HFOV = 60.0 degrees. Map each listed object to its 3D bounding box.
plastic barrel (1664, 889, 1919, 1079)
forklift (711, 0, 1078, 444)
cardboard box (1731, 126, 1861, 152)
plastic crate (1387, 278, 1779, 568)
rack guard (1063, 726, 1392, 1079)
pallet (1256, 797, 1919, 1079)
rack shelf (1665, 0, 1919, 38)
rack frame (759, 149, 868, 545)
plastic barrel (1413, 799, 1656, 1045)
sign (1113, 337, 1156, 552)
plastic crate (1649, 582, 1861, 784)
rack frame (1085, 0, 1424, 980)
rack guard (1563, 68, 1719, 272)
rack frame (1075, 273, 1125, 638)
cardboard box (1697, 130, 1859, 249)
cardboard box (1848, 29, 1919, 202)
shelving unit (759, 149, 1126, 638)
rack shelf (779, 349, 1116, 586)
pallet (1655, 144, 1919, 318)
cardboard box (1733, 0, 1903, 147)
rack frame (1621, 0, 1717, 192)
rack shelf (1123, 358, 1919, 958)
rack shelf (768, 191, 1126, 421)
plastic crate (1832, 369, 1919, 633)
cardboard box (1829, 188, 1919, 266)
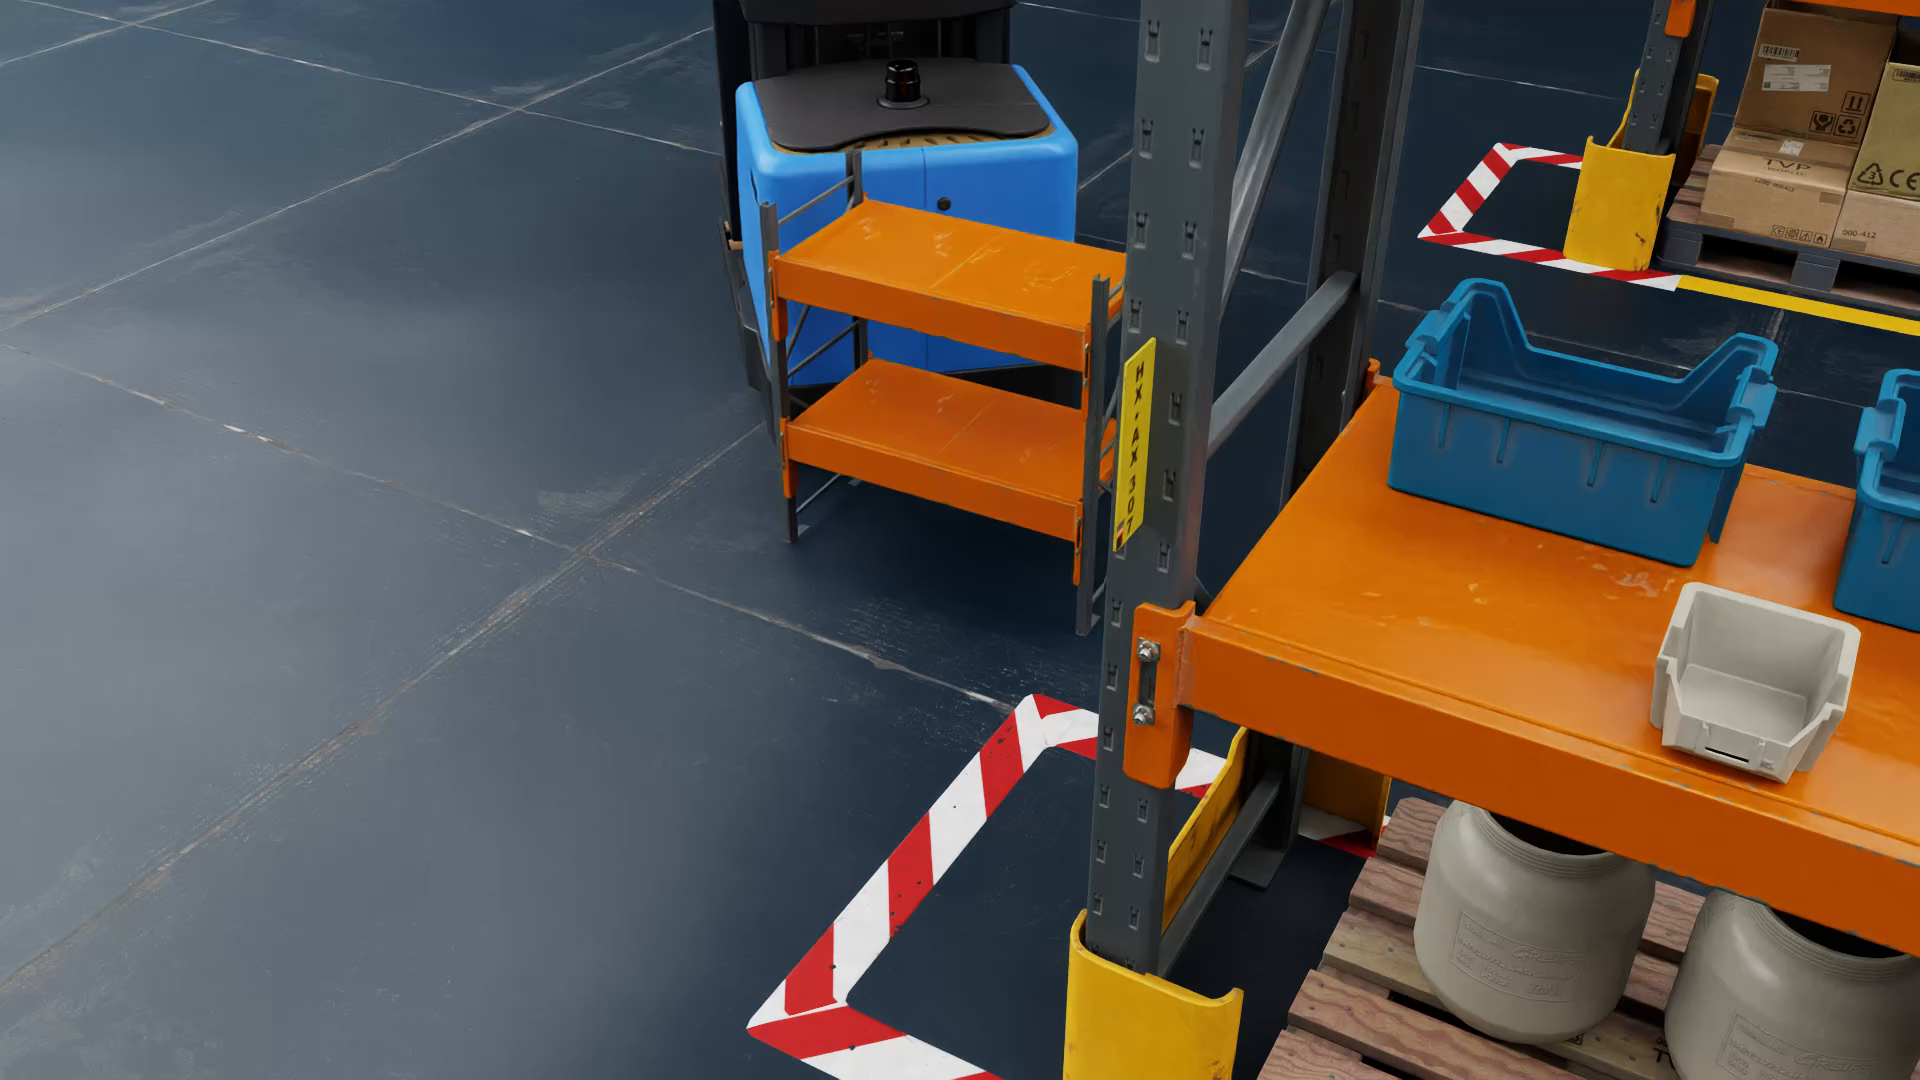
[{"bbox_3d":[1.583,0.854,3.126,0.421,0.512,0.421,0,34,0],"label":"plastic barrel"},{"bbox_3d":[-0.407,-2.327,6.100,1.130,2.935,3.031,-6,34,-10],"label":"forklift"},{"bbox_3d":[3.612,-1.696,7.192,0.500,0.250,0.500,18,37,24],"label":"cardboard box"},{"bbox_3d":[1.122,-0.233,3.027,0.616,0.251,0.499,18,37,24],"label":"plastic crate"},{"bbox_3d":[0.628,0.750,3.672,0.348,0.500,1.175,18,37,24],"label":"rack guard"},{"bbox_3d":[1.331,1.097,3.413,1.213,0.211,1.003,18,37,24],"label":"pallet"},{"bbox_3d":[4.736,-1.821,5.928,4.000,0.370,1.077,18,37,24],"label":"rack shelf"},{"bbox_3d":[-0.427,-0.579,5.104,0.032,1.125,0.500,17,37,23],"label":"rack frame"},{"bbox_3d":[1.148,0.717,3.333,0.421,0.512,0.421,0,34,0],"label":"plastic barrel"},{"bbox_3d":[0.262,-0.140,2.504,0.005,0.325,0.100,18,37,24],"label":"sign"},{"bbox_3d":[1.156,0.222,2.448,0.250,0.136,0.298,18,37,24],"label":"plastic crate"},{"bbox_3d":[0.539,-0.288,2.977,0.127,3.000,1.000,18,37,24],"label":"rack frame"},{"bbox_3d":[2.979,-1.637,7.257,0.348,0.500,1.175,18,37,24],"label":"rack guard"},{"bbox_3d":[0.467,-0.310,4.701,0.032,1.125,0.500,17,37,23],"label":"rack frame"},{"bbox_3d":[3.355,-1.447,6.818,0.500,0.250,0.500,18,37,24],"label":"cardboard box"},{"bbox_3d":[3.790,-1.622,6.405,0.500,0.500,0.500,18,37,24],"label":"cardboard box"},{"bbox_3d":[0.020,-0.445,4.903,1.048,1.125,0.538,17,37,23],"label":"shelving unit"},{"bbox_3d":[0.020,-0.241,5.038,1.000,0.278,0.538,17,37,23],"label":"rack shelf"},{"bbox_3d":[3.685,-1.320,7.042,1.213,0.211,1.003,18,37,24],"label":"pallet"},{"bbox_3d":[3.613,-2.009,6.986,0.500,0.500,0.500,18,37,24],"label":"cardboard box"},{"bbox_3d":[3.000,-2.671,6.555,0.127,3.000,1.000,18,37,24],"label":"rack frame"},{"bbox_3d":[2.275,0.561,2.350,4.000,0.370,1.077,18,37,24],"label":"rack shelf"},{"bbox_3d":[0.020,-0.688,4.741,1.000,0.278,0.538,17,37,23],"label":"rack shelf"},{"bbox_3d":[1.683,-0.051,2.755,0.408,0.251,0.499,18,37,24],"label":"plastic crate"},{"bbox_3d":[3.791,-1.311,6.614,0.500,0.250,0.500,18,37,24],"label":"cardboard box"}]
